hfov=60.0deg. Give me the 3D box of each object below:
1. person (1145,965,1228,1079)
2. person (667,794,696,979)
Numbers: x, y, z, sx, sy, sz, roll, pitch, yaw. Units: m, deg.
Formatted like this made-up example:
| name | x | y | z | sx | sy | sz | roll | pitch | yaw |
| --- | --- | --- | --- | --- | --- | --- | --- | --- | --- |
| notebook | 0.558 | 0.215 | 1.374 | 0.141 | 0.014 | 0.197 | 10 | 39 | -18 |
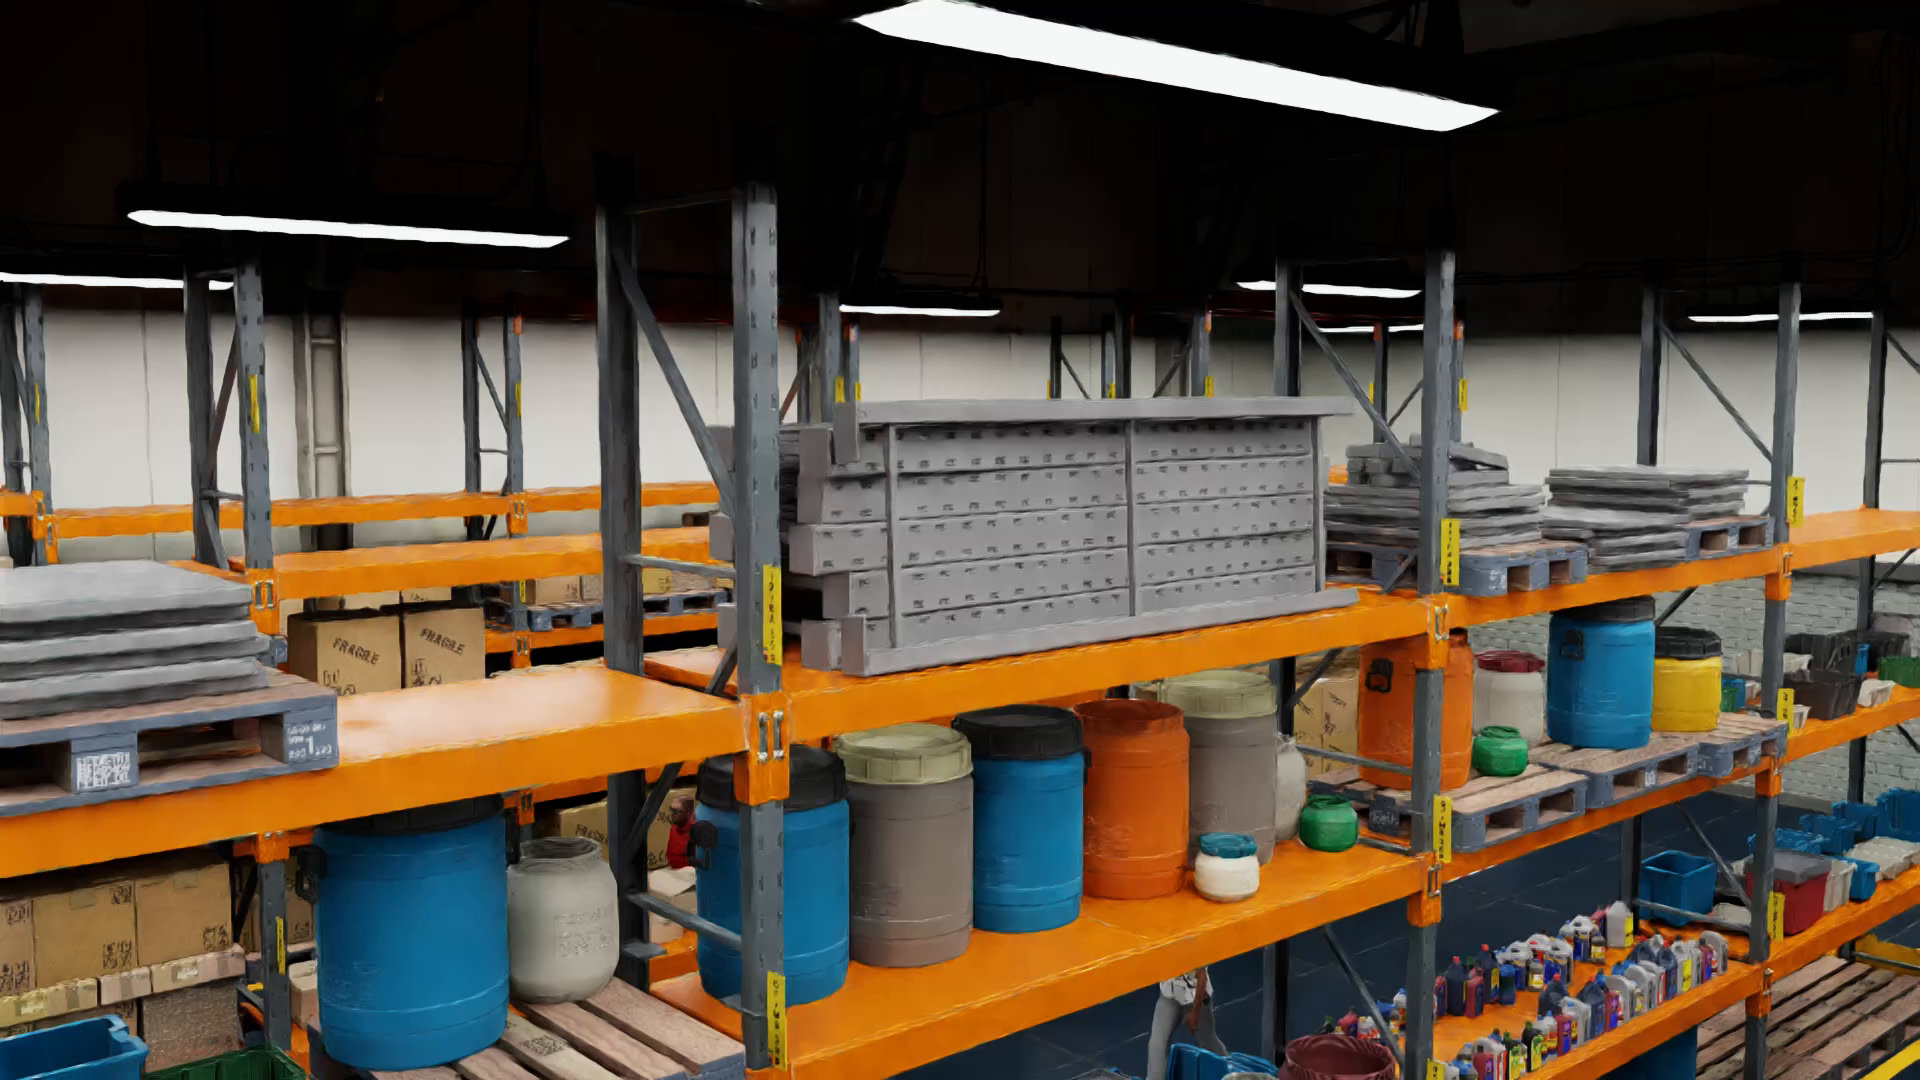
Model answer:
| name | x | y | z | sx | sy | sz | roll | pitch | yaw |
| --- | --- | --- | --- | --- | --- | --- | --- | --- | --- |
| person | 1.600 | 3.234 | 11.797 | 0.999 | 1.626 | 0.461 | -5 | 7 | -42 |
| person | -2.322 | 2.980 | 14.281 | 1.126 | 1.645 | 0.542 | -4 | 7 | -39 |
